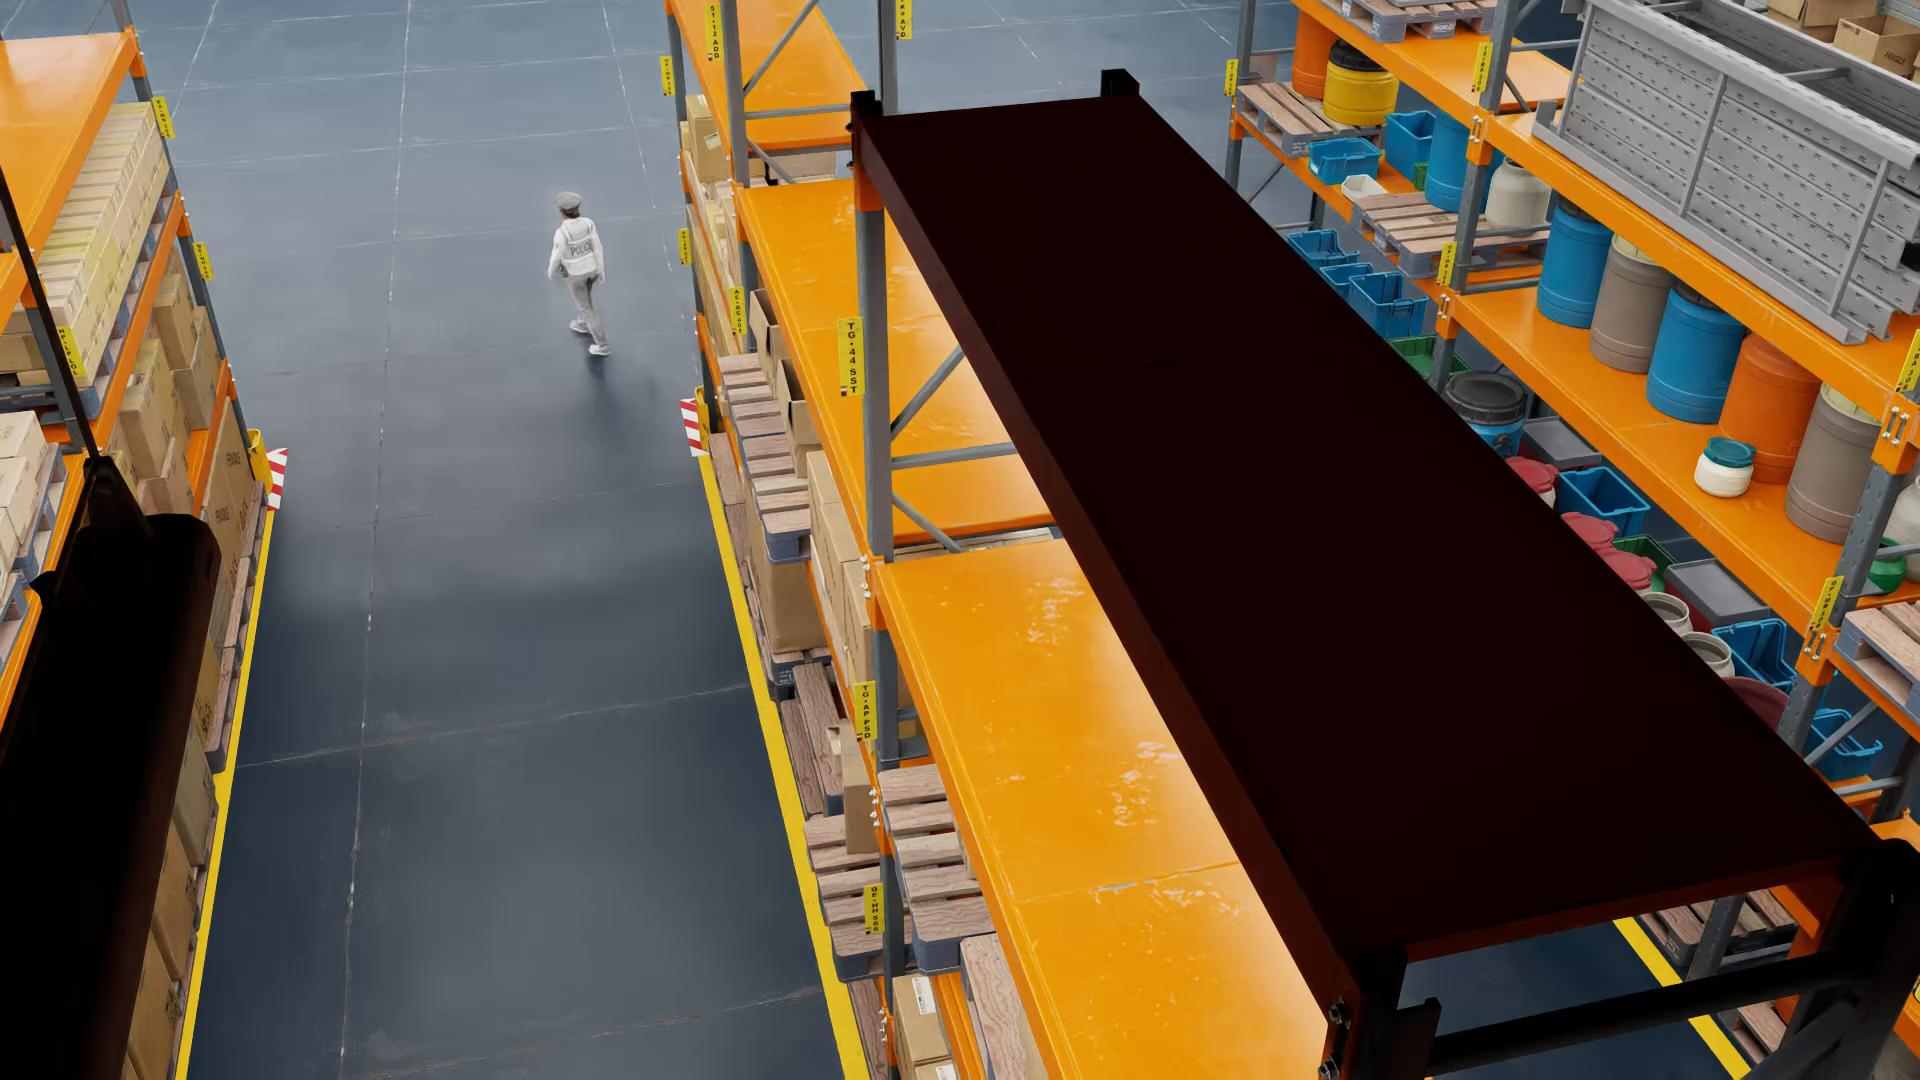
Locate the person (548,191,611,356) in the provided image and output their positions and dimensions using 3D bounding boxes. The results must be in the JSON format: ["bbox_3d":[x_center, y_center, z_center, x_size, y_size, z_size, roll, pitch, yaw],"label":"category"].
[{"bbox_3d":[-3.830,-2.675,16.508,0.825,1.650,0.535,21,40,28],"label":"person"}]
